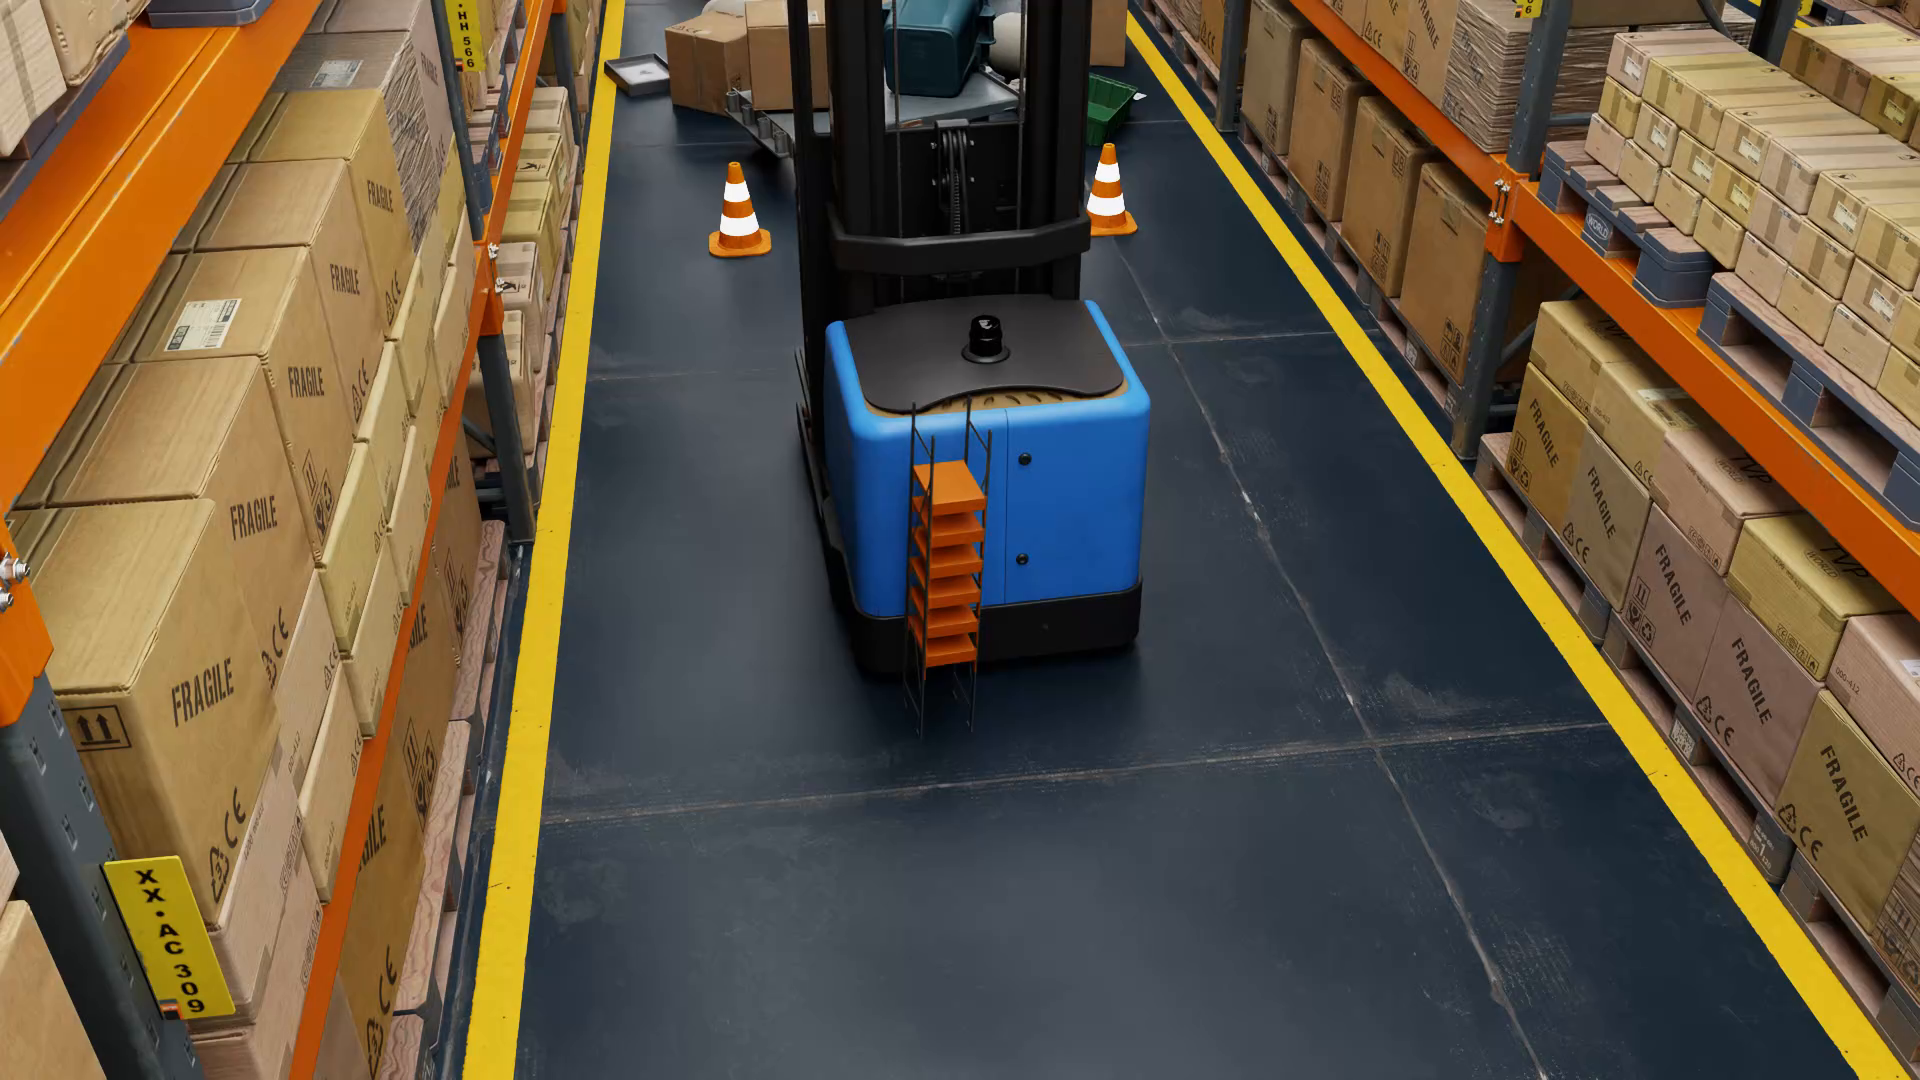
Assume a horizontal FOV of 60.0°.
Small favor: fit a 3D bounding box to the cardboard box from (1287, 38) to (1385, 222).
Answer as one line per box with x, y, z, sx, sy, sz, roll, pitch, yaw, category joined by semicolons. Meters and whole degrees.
2.428;-2.249;9.012;1.050;0.750;0.750;-4;35;-6;cardboard box

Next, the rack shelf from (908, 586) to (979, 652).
-0.061;0.251;5.601;0.180;0.103;0.258;-7;35;-16;rack shelf

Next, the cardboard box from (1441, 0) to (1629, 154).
2.341;-1.924;6.821;0.500;0.500;0.500;-4;35;-6;cardboard box

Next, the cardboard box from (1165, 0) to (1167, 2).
1.868;-4.547;12.272;0.875;0.875;0.875;-5;35;-7;cardboard box

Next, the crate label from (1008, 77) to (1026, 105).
0.452;-2.953;10.961;0.250;0.136;0.298;27;43;34;crate label

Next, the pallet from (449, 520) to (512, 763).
-2.193;0.378;6.008;1.003;0.211;1.213;-4;35;-6;pallet

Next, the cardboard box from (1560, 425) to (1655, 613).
2.581;-0.098;6.077;0.500;0.500;0.500;-4;34;-6;cardboard box

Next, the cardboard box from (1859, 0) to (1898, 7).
6.798;-4.229;12.139;0.500;0.500;0.500;-7;35;-11;cardboard box

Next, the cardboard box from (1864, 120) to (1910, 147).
3.261;-1.308;5.591;0.380;0.149;0.250;-4;34;-5;cardboard box

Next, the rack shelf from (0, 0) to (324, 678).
-1.955;-1.046;3.597;1.077;0.370;4.000;-4;35;-6;rack shelf

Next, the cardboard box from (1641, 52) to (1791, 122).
2.576;-1.545;5.675;0.380;0.149;0.250;-5;35;-8;cardboard box

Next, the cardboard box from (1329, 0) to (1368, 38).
2.135;-2.767;8.058;0.500;0.500;0.500;-4;34;-6;cardboard box

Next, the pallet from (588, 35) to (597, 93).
-3.055;-3.354;11.485;1.003;0.211;1.213;-4;35;-6;pallet

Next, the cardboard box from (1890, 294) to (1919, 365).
2.775;-0.554;4.486;0.380;0.149;0.250;-4;35;-6;cardboard box

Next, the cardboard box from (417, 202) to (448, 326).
-1.835;-0.828;4.991;0.500;0.250;0.500;-5;35;-8;cardboard box

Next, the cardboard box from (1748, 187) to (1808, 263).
2.678;-0.980;5.110;0.380;0.149;0.250;-4;35;-6;cardboard box

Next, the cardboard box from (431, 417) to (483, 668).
-2.214;-0.124;5.782;0.875;0.875;0.875;-5;35;-7;cardboard box

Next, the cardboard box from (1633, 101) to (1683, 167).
2.572;-1.408;5.739;0.380;0.149;0.250;-3;34;-4;cardboard box

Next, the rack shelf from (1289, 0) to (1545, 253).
2.398;-2.470;8.350;1.077;0.370;4.000;-4;35;-6;rack shelf

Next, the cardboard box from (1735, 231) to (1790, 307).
2.676;-0.857;5.194;0.380;0.149;0.250;-3;34;-5;cardboard box

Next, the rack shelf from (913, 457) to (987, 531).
-0.039;-0.149;5.337;0.180;0.103;0.258;-7;35;-16;rack shelf

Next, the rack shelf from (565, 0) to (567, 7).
-3.031;-4.271;10.993;1.077;0.370;4.000;-4;35;-6;rack shelf

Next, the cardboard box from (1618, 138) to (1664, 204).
2.563;-1.307;5.854;0.380;0.149;0.250;-3;34;-4;cardboard box

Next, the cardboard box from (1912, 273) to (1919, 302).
2.783;-0.672;4.394;0.380;0.149;0.250;-6;35;-9;cardboard box

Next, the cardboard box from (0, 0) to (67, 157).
-1.407;-0.651;2.125;0.396;0.266;0.258;-5;35;-7;cardboard box

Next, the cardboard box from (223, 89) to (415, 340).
-1.758;-0.843;4.346;0.500;0.500;0.500;-4;35;-6;cardboard box

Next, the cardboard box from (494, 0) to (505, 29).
-2.253;-2.391;7.445;0.380;0.149;0.250;-3;34;-5;cardboard box

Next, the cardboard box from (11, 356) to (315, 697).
-1.556;0.008;3.098;0.500;0.500;0.500;-5;35;-7;cardboard box

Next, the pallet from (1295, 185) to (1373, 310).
2.475;-1.624;8.946;1.003;0.211;1.213;-4;35;-6;pallet

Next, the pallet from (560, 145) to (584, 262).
-2.656;-1.866;9.300;1.003;0.211;1.213;-4;35;-6;pallet

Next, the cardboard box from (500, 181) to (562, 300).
-2.494;-1.459;8.187;0.950;0.372;0.625;-3;34;-5;cardboard box

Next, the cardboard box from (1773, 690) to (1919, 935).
2.787;0.760;4.818;0.500;0.500;0.500;-5;35;-8;cardboard box

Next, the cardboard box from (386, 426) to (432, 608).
-1.666;-0.047;4.289;0.500;0.250;0.500;-5;35;-7;cardboard box

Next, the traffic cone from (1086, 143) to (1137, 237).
0.813;-1.973;9.234;0.336;0.463;0.334;-4;35;-6;traffic cone

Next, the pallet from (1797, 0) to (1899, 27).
6.765;-4.105;12.586;1.003;0.211;1.213;-4;35;-6;pallet

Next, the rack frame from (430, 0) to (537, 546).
-2.224;-1.220;5.877;1.000;3.000;0.127;-4;35;-6;rack frame

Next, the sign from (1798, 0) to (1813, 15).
3.204;-2.144;6.274;0.100;0.325;0.005;-4;35;-6;sign

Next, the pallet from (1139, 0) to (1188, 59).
1.937;-3.844;12.203;1.003;0.211;1.213;-4;35;-6;pallet

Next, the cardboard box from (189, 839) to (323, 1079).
-1.484;0.808;3.033;0.500;0.250;0.500;-5;35;-7;cardboard box

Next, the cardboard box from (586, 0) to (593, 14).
-2.726;-3.737;10.972;0.500;0.500;0.500;-3;34;-4;cardboard box

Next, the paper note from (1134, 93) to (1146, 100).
1.142;-2.964;11.071;0.142;0.020;0.147;27;43;34;paper note

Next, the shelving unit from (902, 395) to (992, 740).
-0.053;0.114;5.511;0.189;1.200;0.258;-7;35;-16;shelving unit

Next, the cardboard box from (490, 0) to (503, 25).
-2.210;-2.413;6.901;0.500;0.500;0.500;-4;34;-6;cardboard box

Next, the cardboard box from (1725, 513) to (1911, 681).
2.714;0.152;5.044;0.500;0.250;0.500;-6;35;-8;cardboard box

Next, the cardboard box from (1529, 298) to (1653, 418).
2.520;-0.699;6.293;0.500;0.250;0.500;-6;35;-9;cardboard box

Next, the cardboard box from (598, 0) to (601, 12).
-2.863;-4.001;12.027;0.500;0.250;0.500;-4;35;-6;cardboard box

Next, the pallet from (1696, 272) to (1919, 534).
2.974;-0.471;4.947;1.003;0.211;1.213;-4;35;-6;pallet

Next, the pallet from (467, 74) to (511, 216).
-2.426;-1.531;6.503;1.213;0.211;1.003;-4;35;-6;pallet

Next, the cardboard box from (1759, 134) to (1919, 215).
2.678;-1.109;5.035;0.380;0.149;0.250;-3;34;-4;cardboard box

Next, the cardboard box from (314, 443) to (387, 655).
-1.605;0.028;3.735;0.500;0.250;0.500;-4;34;-6;cardboard box

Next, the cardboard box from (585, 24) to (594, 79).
-2.657;-3.136;10.757;0.500;0.250;0.500;-3;34;-4;cardboard box

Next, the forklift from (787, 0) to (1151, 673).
-0.114;-1.560;6.437;1.130;2.935;3.031;-6;35;-9;forklift

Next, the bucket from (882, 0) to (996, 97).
-0.174;-3.060;10.134;0.726;0.611;0.620;7;45;10;bucket

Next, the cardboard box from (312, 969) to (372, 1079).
-1.849;1.376;3.580;0.875;0.875;0.875;-3;34;-5;cardboard box

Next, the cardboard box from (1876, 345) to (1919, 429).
2.777;-0.422;4.557;0.380;0.149;0.250;-3;34;-4;cardboard box

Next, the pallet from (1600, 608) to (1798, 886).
2.932;0.616;5.658;1.003;0.211;1.213;-4;35;-6;pallet

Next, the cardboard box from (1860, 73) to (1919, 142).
3.254;-1.442;5.524;0.380;0.149;0.250;-3;34;-5;cardboard box

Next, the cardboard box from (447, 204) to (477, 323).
-1.899;-0.896;5.534;0.500;0.250;0.500;-6;35;-8;cardboard box

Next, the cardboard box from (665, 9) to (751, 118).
-1.558;-3.121;10.884;0.500;0.500;0.500;20;39;26;cardboard box
